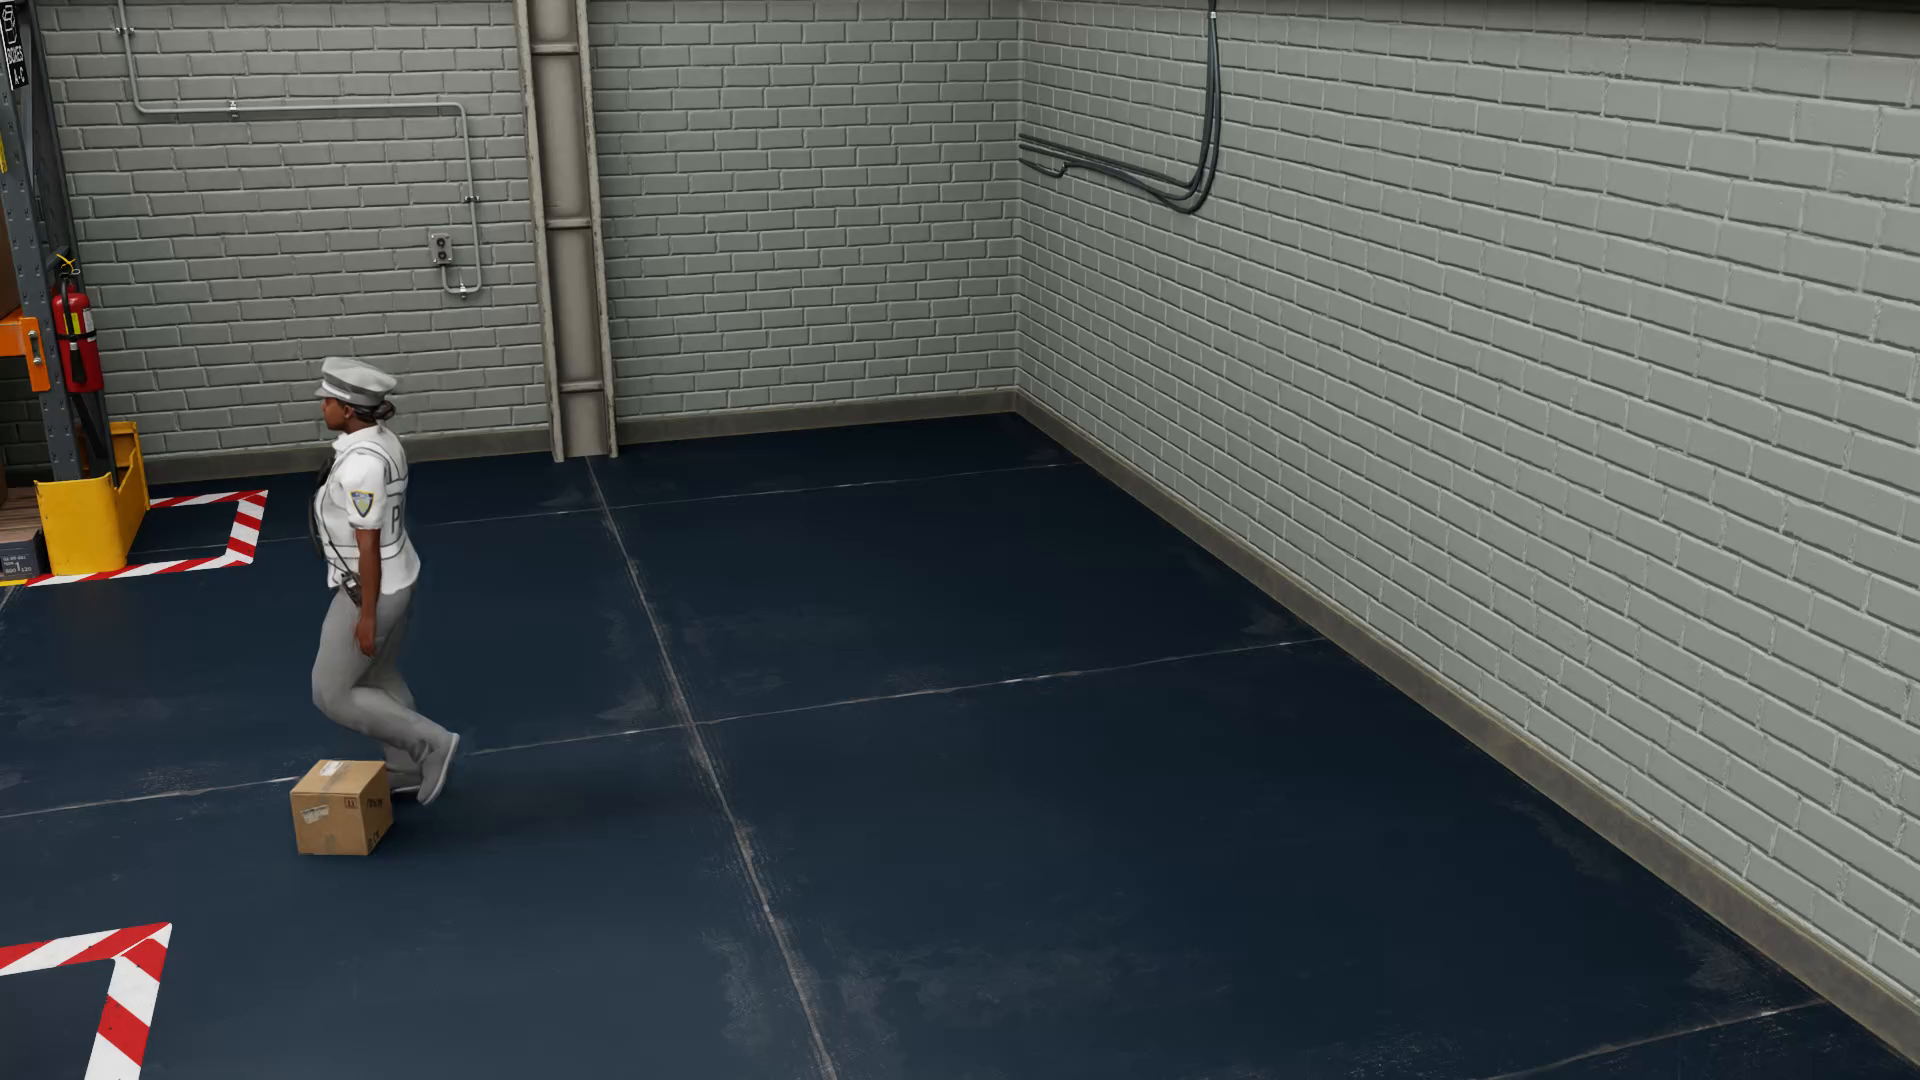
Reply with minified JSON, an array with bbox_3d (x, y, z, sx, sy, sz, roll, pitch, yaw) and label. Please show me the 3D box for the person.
[{"bbox_3d":[-2.091,0.173,5.950,0.454,1.685,0.478,-3,20,-9],"label":"person"}]
